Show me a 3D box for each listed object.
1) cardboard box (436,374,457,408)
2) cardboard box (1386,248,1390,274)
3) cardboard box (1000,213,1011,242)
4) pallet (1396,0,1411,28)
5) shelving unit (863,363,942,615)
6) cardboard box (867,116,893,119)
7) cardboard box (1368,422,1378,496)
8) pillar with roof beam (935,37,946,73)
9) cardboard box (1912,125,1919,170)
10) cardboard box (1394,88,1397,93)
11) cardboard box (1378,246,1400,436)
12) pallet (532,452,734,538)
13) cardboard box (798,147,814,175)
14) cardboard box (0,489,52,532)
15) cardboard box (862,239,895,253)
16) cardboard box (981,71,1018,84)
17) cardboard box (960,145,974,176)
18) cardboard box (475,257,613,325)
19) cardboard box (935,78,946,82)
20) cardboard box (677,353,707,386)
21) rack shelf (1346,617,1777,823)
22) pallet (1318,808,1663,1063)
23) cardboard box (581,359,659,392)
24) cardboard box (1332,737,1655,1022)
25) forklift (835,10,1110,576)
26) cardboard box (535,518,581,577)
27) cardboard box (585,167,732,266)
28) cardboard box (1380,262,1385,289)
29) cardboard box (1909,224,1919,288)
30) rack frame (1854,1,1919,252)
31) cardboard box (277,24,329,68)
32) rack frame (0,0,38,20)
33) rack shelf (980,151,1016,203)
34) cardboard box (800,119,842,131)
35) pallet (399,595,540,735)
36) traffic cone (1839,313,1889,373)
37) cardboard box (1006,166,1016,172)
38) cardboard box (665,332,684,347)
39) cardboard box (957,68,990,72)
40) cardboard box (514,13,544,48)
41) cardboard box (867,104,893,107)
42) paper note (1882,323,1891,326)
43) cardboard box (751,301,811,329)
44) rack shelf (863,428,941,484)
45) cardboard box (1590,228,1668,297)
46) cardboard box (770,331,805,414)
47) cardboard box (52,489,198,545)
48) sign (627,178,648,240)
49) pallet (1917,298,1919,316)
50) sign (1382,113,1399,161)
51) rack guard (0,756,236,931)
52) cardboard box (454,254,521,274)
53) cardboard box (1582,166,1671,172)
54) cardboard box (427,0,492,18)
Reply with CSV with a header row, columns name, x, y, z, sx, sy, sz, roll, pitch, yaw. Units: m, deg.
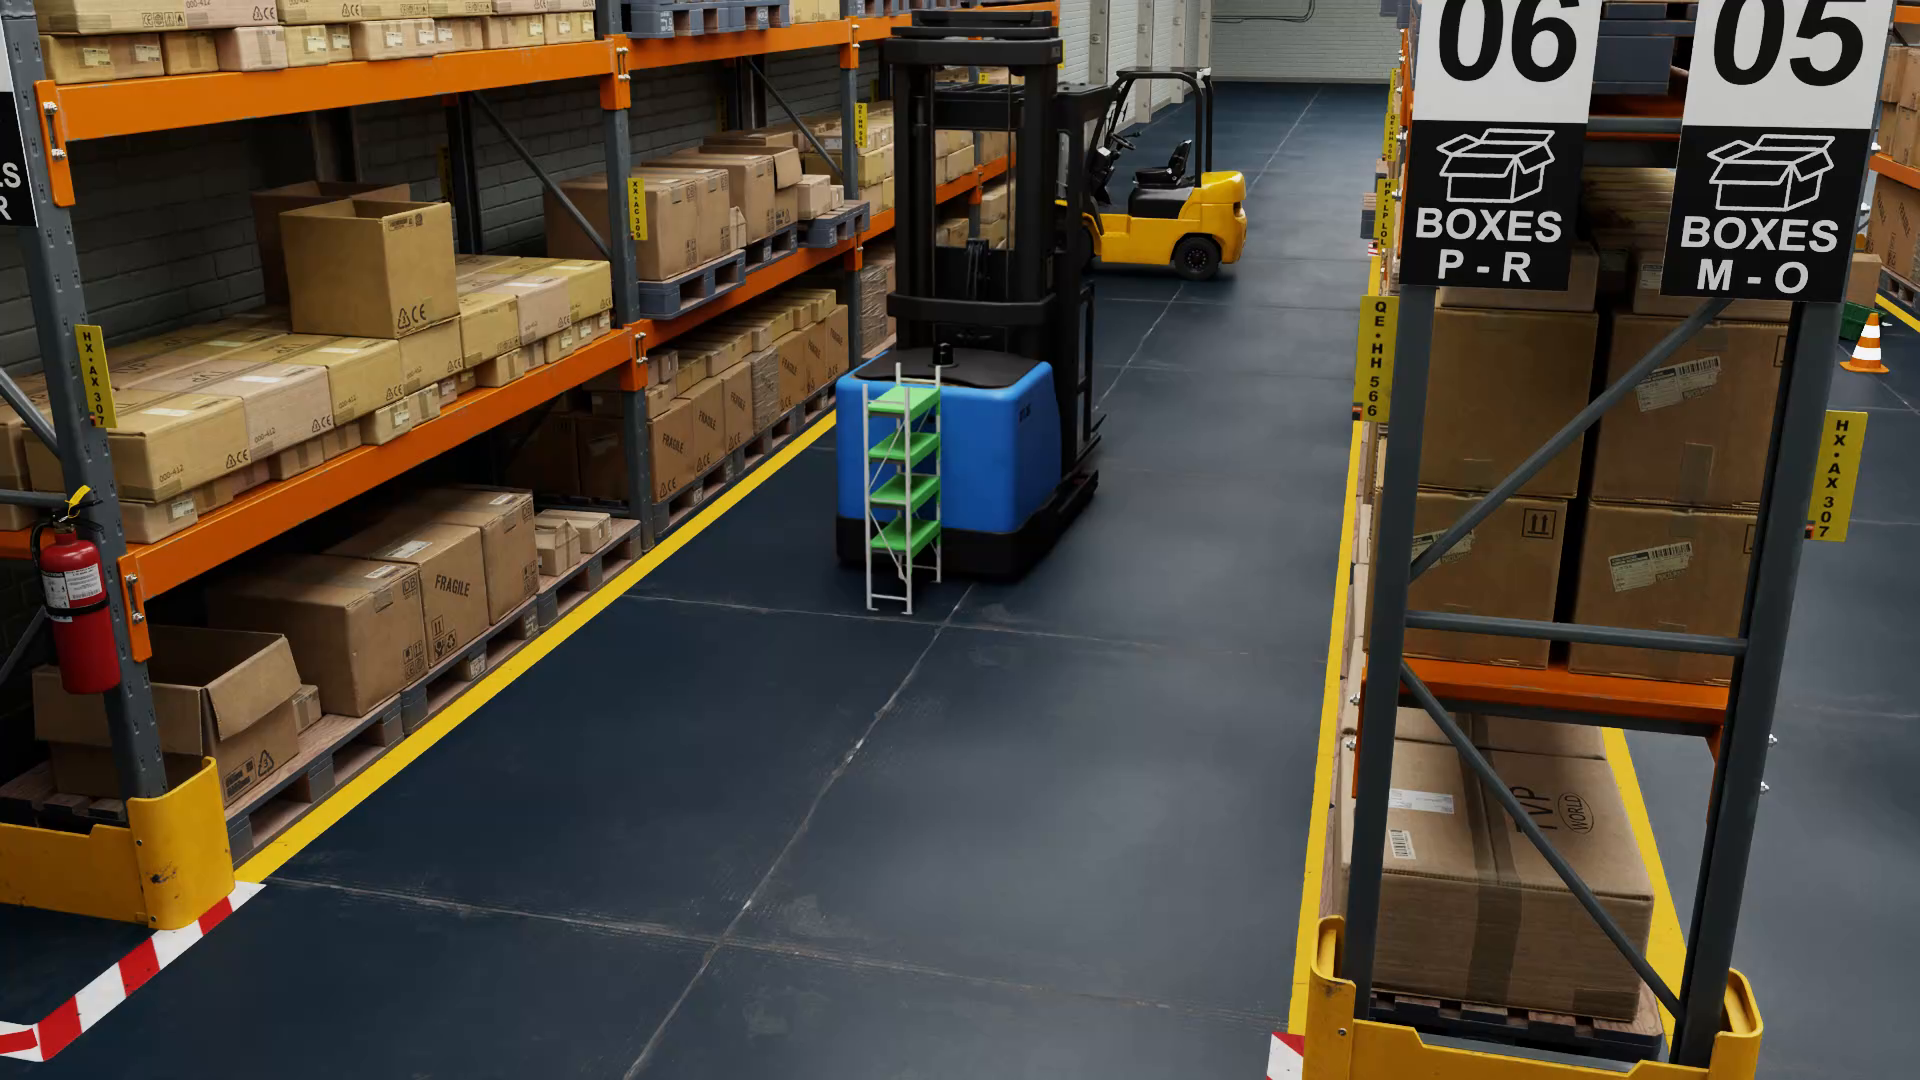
name,x,y,z,sx,sy,sz,roll,pitch,yaw
cardboard box,-2.481,-0.676,7.413,0.380,0.149,0.250,5,19,13
cardboard box,2.668,-1.649,9.333,0.500,0.250,0.500,5,20,15
cardboard box,0.240,-3.323,17.608,0.500,0.250,0.500,5,19,13
pallet,3.432,-3.384,10.604,1.213,0.211,1.003,6,20,16
shelving unit,-0.292,-0.270,8.621,0.258,1.200,0.503,6,20,16
cardboard box,-0.638,-3.576,14.357,0.380,0.149,0.250,5,19,13
cardboard box,1.812,-0.452,6.217,0.500,0.500,0.500,5,20,15
pillar with roof beam,3.809,-7.510,17.752,9.100,9.000,0.400,5,19,13
cardboard box,9.810,-3.850,16.085,0.875,0.550,0.500,5,19,13
cardboard box,4.123,-3.776,14.836,0.500,0.500,0.500,5,20,15
cardboard box,1.570,-0.608,5.127,0.500,0.500,0.500,5,19,14
pallet,-2.091,-0.335,10.341,1.003,0.211,1.213,5,19,13
cardboard box,-1.436,-2.979,13.226,0.500,0.250,0.500,5,20,15
cardboard box,-3.410,-0.149,5.872,0.380,0.149,0.250,4,19,13
cardboard box,-0.794,-2.336,14.911,0.875,0.625,0.625,4,19,11
cardboard box,0.426,-5.043,18.192,0.380,0.149,0.250,5,19,14
cardboard box,-0.168,-3.654,15.978,0.500,0.250,0.500,5,20,15
cardboard box,-2.141,-1.287,8.588,0.500,0.250,0.500,5,20,15
cardboard box,-0.360,-4.682,17.137,0.380,0.149,0.250,4,19,13
cardboard box,-1.809,-1.072,10.399,0.380,0.149,0.250,4,19,12
rack shelf,2.072,-0.038,6.272,1.077,0.370,4.000,5,19,13
pallet,1.703,1.311,5.523,1.003,0.211,1.213,5,19,13
cardboard box,-1.966,-0.956,9.600,0.380,0.149,0.250,4,19,12
cardboard box,1.648,1.047,5.296,0.875,0.438,0.875,4,19,12
forklift,0.242,-1.636,9.942,1.130,2.935,3.031,6,20,16
cardboard box,-2.192,0.008,8.603,0.396,0.266,0.258,5,20,15
cardboard box,-1.792,-1.939,9.919,0.700,0.500,0.500,5,19,14
cardboard box,4.399,-2.617,16.314,0.500,0.250,0.500,6,20,16
cardboard box,9.778,-2.822,15.945,0.875,0.875,0.875,5,19,14
rack frame,10.317,-4.408,17.951,1.000,3.000,0.127,5,19,13
cardboard box,-2.592,-1.841,6.184,0.380,0.149,0.250,5,19,13
rack frame,-3.231,-2.982,4.495,1.000,3.000,0.127,5,19,13
rack shelf,0.190,-4.190,18.428,1.077,0.370,4.000,5,19,13
cardboard box,-1.183,-3.448,13.983,0.380,0.149,0.250,5,19,13
pallet,-2.718,0.522,7.833,1.003,0.211,1.213,5,19,13
traffic cone,7.548,-1.652,13.809,0.336,0.463,0.334,5,19,13
cardboard box,0.750,-4.199,19.398,0.500,0.250,0.500,5,19,14
cardboard box,-2.077,-1.343,11.194,0.380,0.149,0.250,4,19,11
cardboard box,0.127,-5.240,18.770,0.380,0.149,0.250,5,20,15
cardboard box,-2.192,-2.401,7.825,0.380,0.149,0.250,5,20,15
cardboard box,-0.771,-4.007,15.620,0.380,0.149,0.250,5,19,13
paper note,8.626,-2.031,15.587,0.147,0.020,0.142,-9,21,-24
cardboard box,-1.295,-1.631,12.037,0.380,0.149,0.250,4,19,12
rack shelf,-0.292,-0.436,8.564,0.258,0.148,0.480,6,20,16
cardboard box,1.934,-0.757,4.557,0.380,0.149,0.250,5,20,15
cardboard box,-1.429,-1.196,11.767,0.500,0.500,0.500,6,20,16
cardboard box,-2.884,-0.105,5.744,0.380,0.149,0.250,5,19,13
sign,-1.725,-1.766,8.877,0.100,0.325,0.005,5,19,13
pallet,9.602,-2.066,15.411,1.003,0.211,1.213,5,19,13
sign,3.010,-2.810,11.604,0.100,0.325,0.005,5,19,13
rack guard,-3.212,1.016,5.939,1.175,0.500,0.348,5,19,13
cardboard box,-2.636,-1.332,8.720,0.500,0.250,0.500,4,19,13
cardboard box,2.421,-1.316,6.194,0.380,0.149,0.250,4,19,12
cardboard box,-2.381,-2.391,7.179,0.500,0.250,0.500,5,20,15
